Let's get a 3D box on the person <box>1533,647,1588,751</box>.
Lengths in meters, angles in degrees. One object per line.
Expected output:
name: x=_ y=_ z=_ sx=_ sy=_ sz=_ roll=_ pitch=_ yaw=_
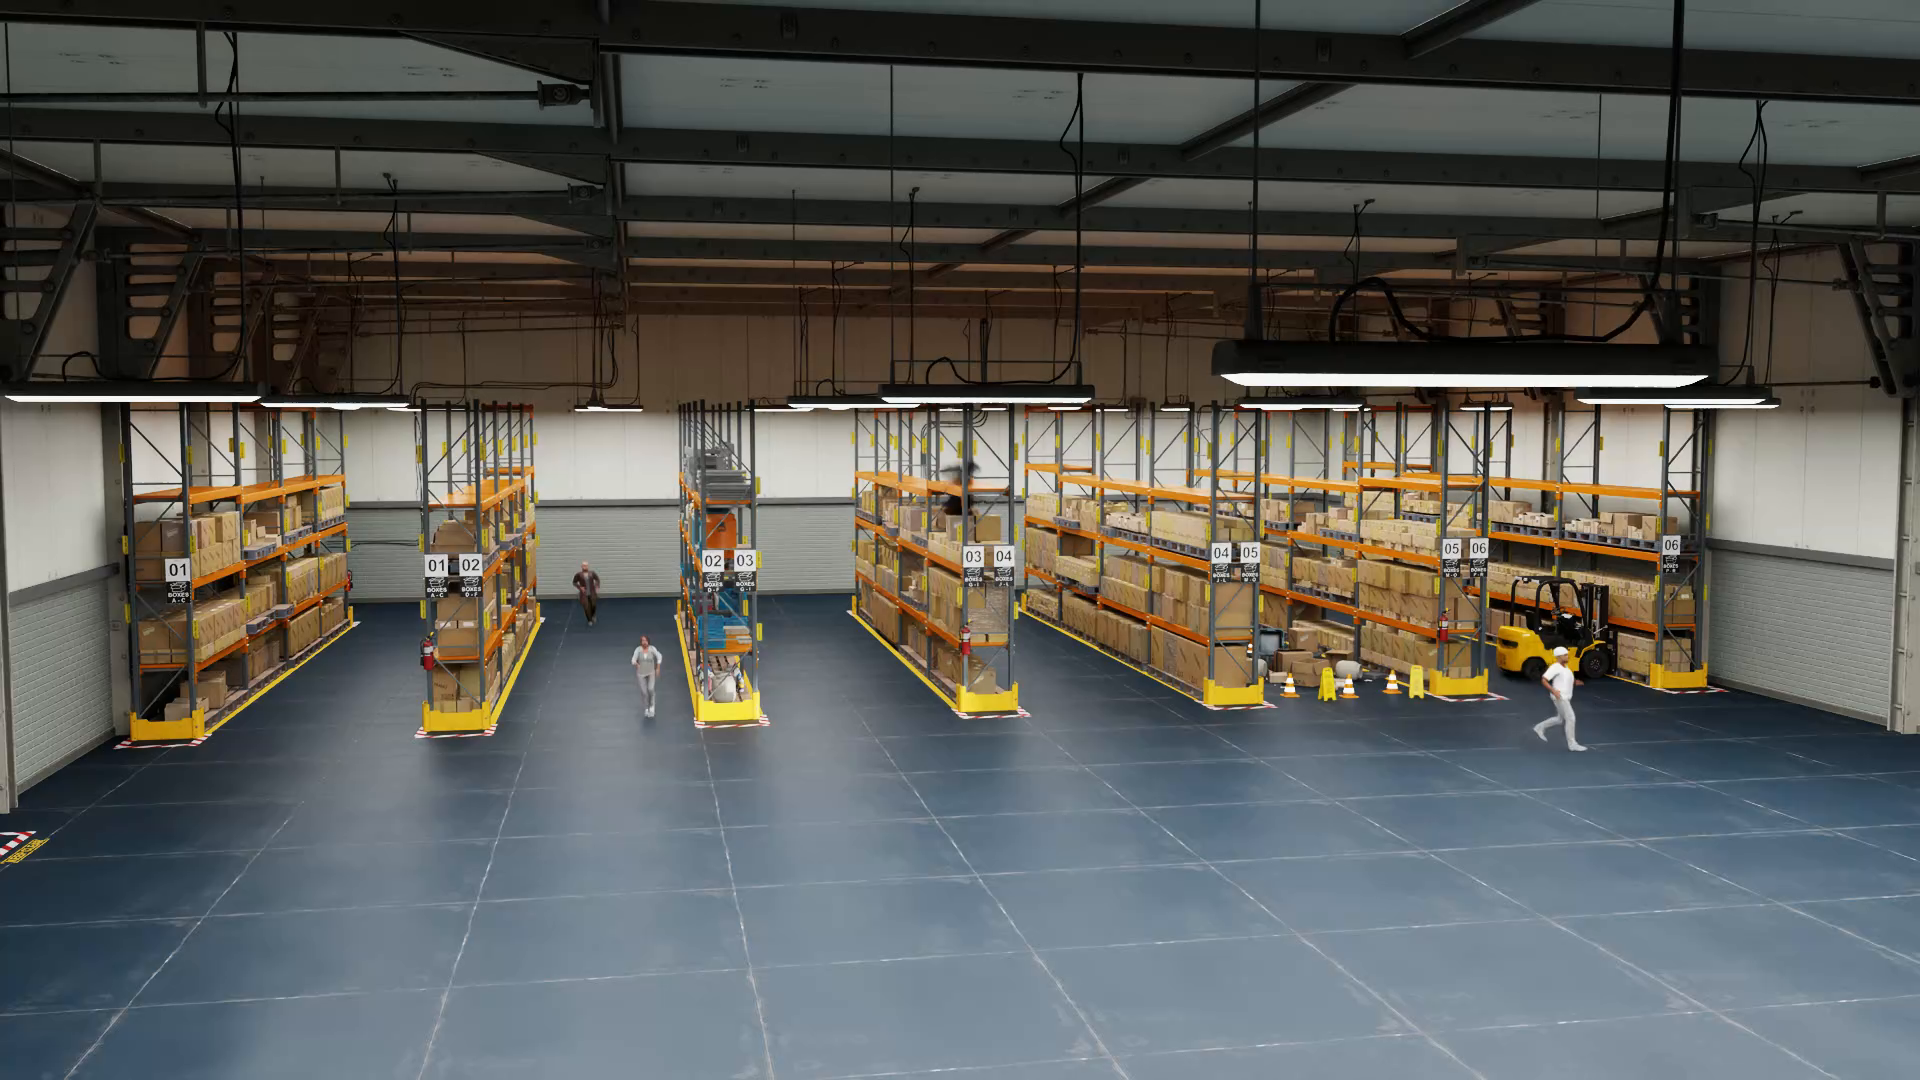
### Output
person: x=10.263 y=2.695 z=28.402 sx=0.949 sy=1.748 sz=0.712 roll=3 pitch=5 yaw=36

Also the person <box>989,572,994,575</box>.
person: x=0.802 y=1.179 z=48.777 sx=0.763 sy=1.758 sz=0.939 roll=3 pitch=5 yaw=32

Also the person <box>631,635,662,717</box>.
person: x=-5.929 y=2.559 z=31.450 sx=0.553 sy=1.557 sz=0.682 roll=0 pitch=4 yaw=-6

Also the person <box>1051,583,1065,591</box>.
person: x=2.898 y=1.096 z=49.823 sx=0.932 sy=1.751 sz=0.736 roll=3 pitch=5 yaw=34

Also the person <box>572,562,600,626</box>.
person: x=-10.111 y=1.466 z=45.052 sx=0.743 sy=1.722 sz=0.564 roll=-2 pitch=5 yaw=-20
